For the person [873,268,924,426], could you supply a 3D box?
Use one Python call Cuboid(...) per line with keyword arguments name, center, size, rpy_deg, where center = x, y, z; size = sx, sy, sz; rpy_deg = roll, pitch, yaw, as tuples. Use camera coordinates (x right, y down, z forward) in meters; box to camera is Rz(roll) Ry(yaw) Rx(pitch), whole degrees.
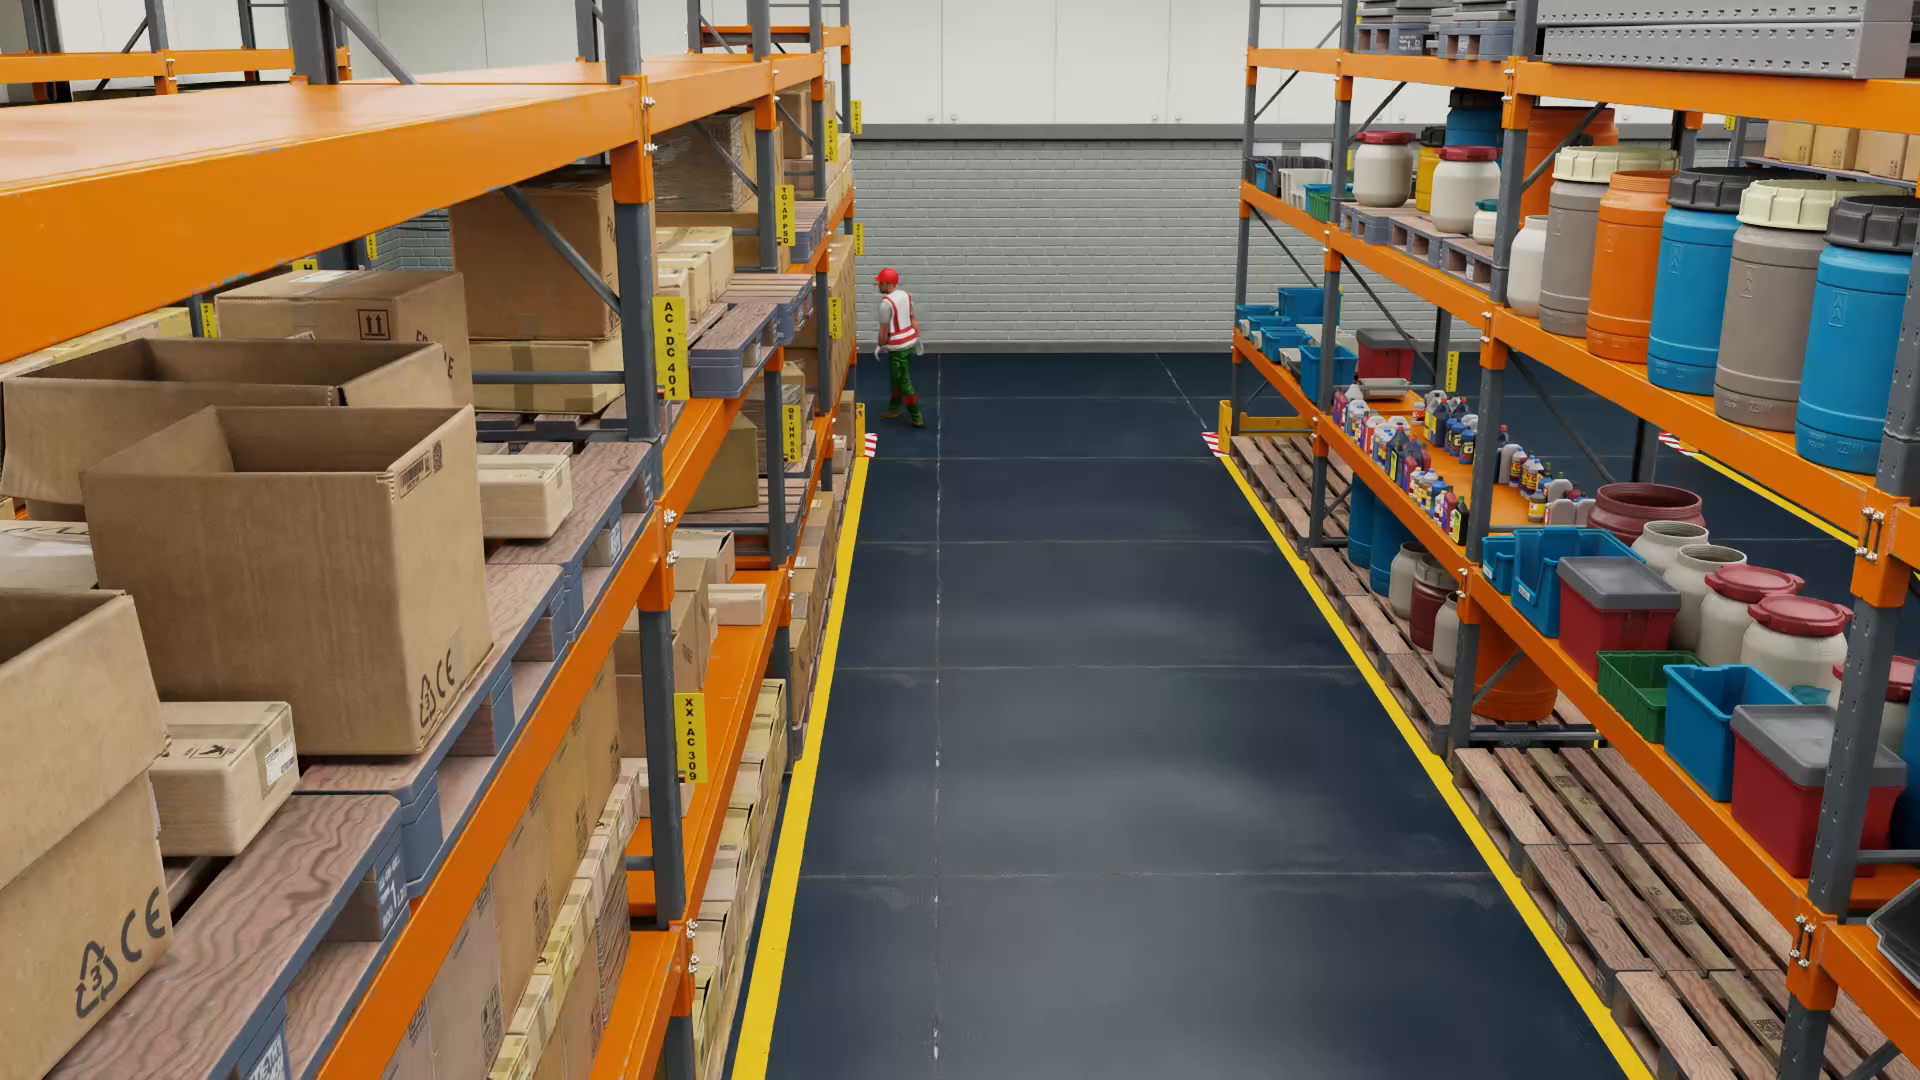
Cuboid(name="person", center=(-0.754, -2.159, 18.550), size=(0.688, 1.767, 0.631), rpy_deg=(11, 20, 33))
